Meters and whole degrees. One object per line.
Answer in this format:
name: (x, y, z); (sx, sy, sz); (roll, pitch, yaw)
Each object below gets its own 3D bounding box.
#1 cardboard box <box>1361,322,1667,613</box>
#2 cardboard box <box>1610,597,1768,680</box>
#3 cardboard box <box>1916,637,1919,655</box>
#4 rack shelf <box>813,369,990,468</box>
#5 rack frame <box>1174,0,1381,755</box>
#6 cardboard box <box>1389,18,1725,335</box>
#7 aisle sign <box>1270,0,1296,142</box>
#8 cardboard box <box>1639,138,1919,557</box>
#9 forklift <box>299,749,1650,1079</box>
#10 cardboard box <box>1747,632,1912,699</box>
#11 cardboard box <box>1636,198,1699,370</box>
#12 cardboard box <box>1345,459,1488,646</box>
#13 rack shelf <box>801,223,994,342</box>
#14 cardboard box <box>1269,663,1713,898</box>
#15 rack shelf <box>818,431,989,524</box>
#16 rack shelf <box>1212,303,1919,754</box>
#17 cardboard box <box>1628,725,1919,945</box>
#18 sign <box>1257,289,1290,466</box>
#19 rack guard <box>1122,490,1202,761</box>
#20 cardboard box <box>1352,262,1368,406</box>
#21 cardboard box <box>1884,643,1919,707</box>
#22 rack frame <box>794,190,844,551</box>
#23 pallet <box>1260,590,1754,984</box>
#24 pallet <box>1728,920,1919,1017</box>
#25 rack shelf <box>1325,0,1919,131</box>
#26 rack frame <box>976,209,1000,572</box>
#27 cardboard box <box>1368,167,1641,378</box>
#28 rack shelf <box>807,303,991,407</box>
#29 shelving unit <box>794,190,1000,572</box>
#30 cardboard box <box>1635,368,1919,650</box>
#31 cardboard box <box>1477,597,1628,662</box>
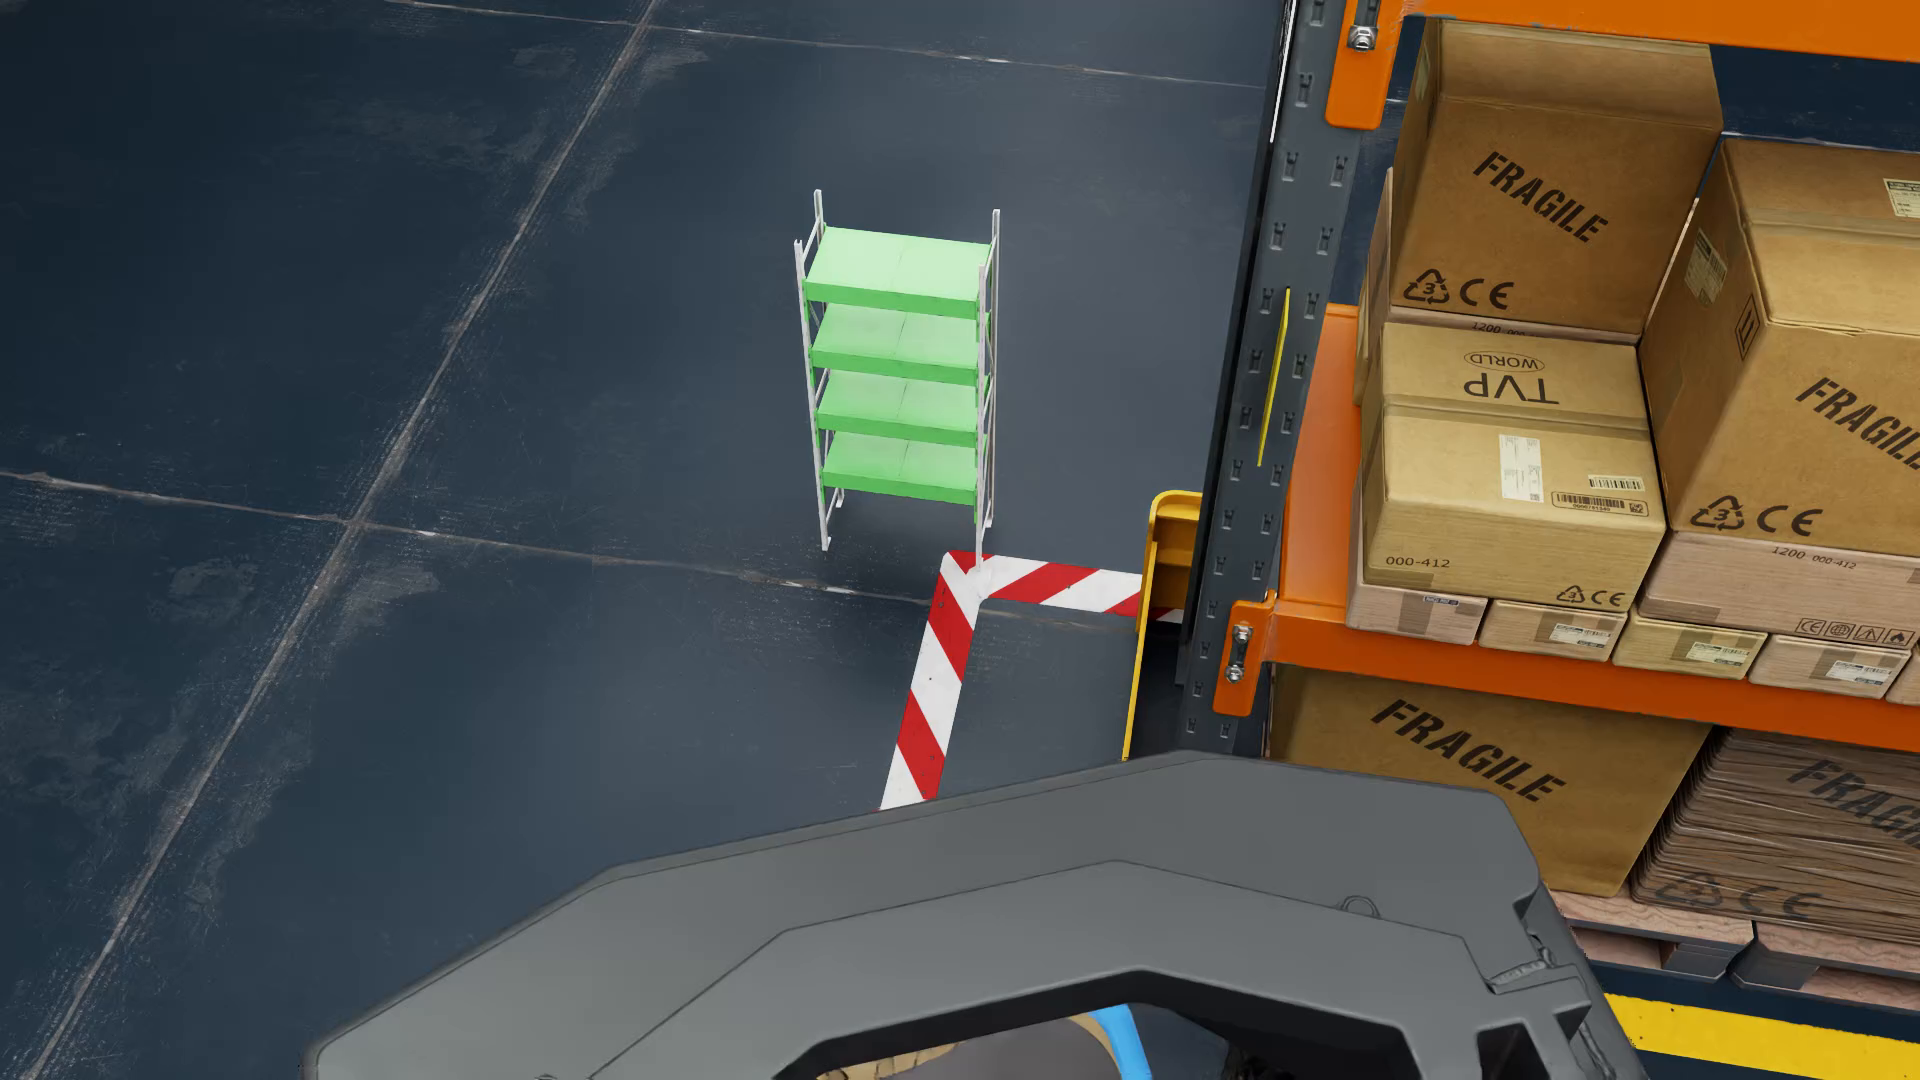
cardboard box: (1.064, -0.151, 3.270); (0.500, 0.250, 0.500); (7, 48, 6)
cardboard box: (1.435, 0.076, 3.334); (0.250, 0.149, 0.380); (7, 48, 6)
cardboard box: (2.071, -0.018, 3.150); (0.500, 0.250, 0.500); (6, 48, 6)
rack shelf: (-0.163, -0.380, 4.871); (0.480, 0.148, 0.258); (8, 49, 7)
rack frame: (0.640, -0.363, 3.559); (0.127, 3.000, 1.000); (8, 49, 7)
cardboard box: (1.166, -0.791, 3.341); (0.500, 0.500, 0.500); (8, 49, 7)
aisle sign: (0.516, -1.022, 2.404); (0.004, 0.787, 0.394); (8, 49, 7)
cardboard box: (1.556, -0.335, 2.932); (0.500, 0.500, 0.500); (7, 48, 6)
forklift: (0.150, 1.690, 1.761); (1.130, 2.935, 3.031); (-10, 49, -9)
cardboard box: (1.692, 0.110, 3.304); (0.250, 0.149, 0.380); (7, 48, 6)
cardboard box: (1.663, -0.475, 3.561); (0.500, 0.250, 0.500); (7, 48, 6)
cardboard box: (0.931, 0.010, 3.394); (0.250, 0.149, 0.380); (8, 49, 7)
rack shelf: (-0.163, -0.701, 4.514); (0.480, 0.148, 0.258); (8, 49, 7)
cardboard box: (1.284, 0.233, 4.170); (0.875, 0.875, 0.875); (8, 49, 7)
rack shelf: (-0.163, -0.220, 5.049); (0.480, 0.148, 0.258); (8, 49, 7)
rack shelf: (2.608, 0.142, 3.589); (4.000, 0.370, 1.077); (8, 49, 7)
cardboard box: (2.180, 0.353, 4.062); (0.875, 0.875, 0.875); (8, 49, 7)
sign: (0.535, -0.273, 2.844); (0.005, 0.325, 0.100); (8, 49, 7)
rack guard: (0.616, 0.469, 4.492); (0.348, 0.500, 1.175); (8, 49, 7)
cardboard box: (1.049, -0.473, 3.827); (0.250, 0.149, 0.380); (9, 49, 8)
cardboard box: (1.942, 0.144, 3.273); (0.250, 0.149, 0.380); (7, 48, 6)
rack frame: (-0.403, -0.455, 4.852); (0.015, 1.200, 0.240); (8, 49, 7)
pallet: (1.441, 0.618, 4.553); (1.213, 0.211, 1.003); (8, 49, 7)
pallet: (2.638, 0.781, 4.407); (1.213, 0.211, 1.003); (8, 49, 7)
rack shelf: (2.608, -0.860, 2.474); (4.000, 0.370, 1.077); (8, 49, 7)
rack frame: (0.077, -0.391, 4.794); (0.015, 1.200, 0.240); (8, 49, 7)
cardboard box: (1.164, -0.542, 3.622); (0.500, 0.250, 0.500); (7, 48, 6)
rack shelf: (-0.163, -0.541, 4.692); (0.480, 0.148, 0.258); (8, 49, 7)
shelving unit: (-0.163, -0.423, 4.823); (0.503, 1.200, 0.258); (8, 49, 7)
cardboard box: (1.577, -0.087, 3.212); (0.500, 0.250, 0.500); (7, 48, 6)
cardboard box: (1.183, 0.043, 3.364); (0.250, 0.149, 0.380); (7, 48, 6)
